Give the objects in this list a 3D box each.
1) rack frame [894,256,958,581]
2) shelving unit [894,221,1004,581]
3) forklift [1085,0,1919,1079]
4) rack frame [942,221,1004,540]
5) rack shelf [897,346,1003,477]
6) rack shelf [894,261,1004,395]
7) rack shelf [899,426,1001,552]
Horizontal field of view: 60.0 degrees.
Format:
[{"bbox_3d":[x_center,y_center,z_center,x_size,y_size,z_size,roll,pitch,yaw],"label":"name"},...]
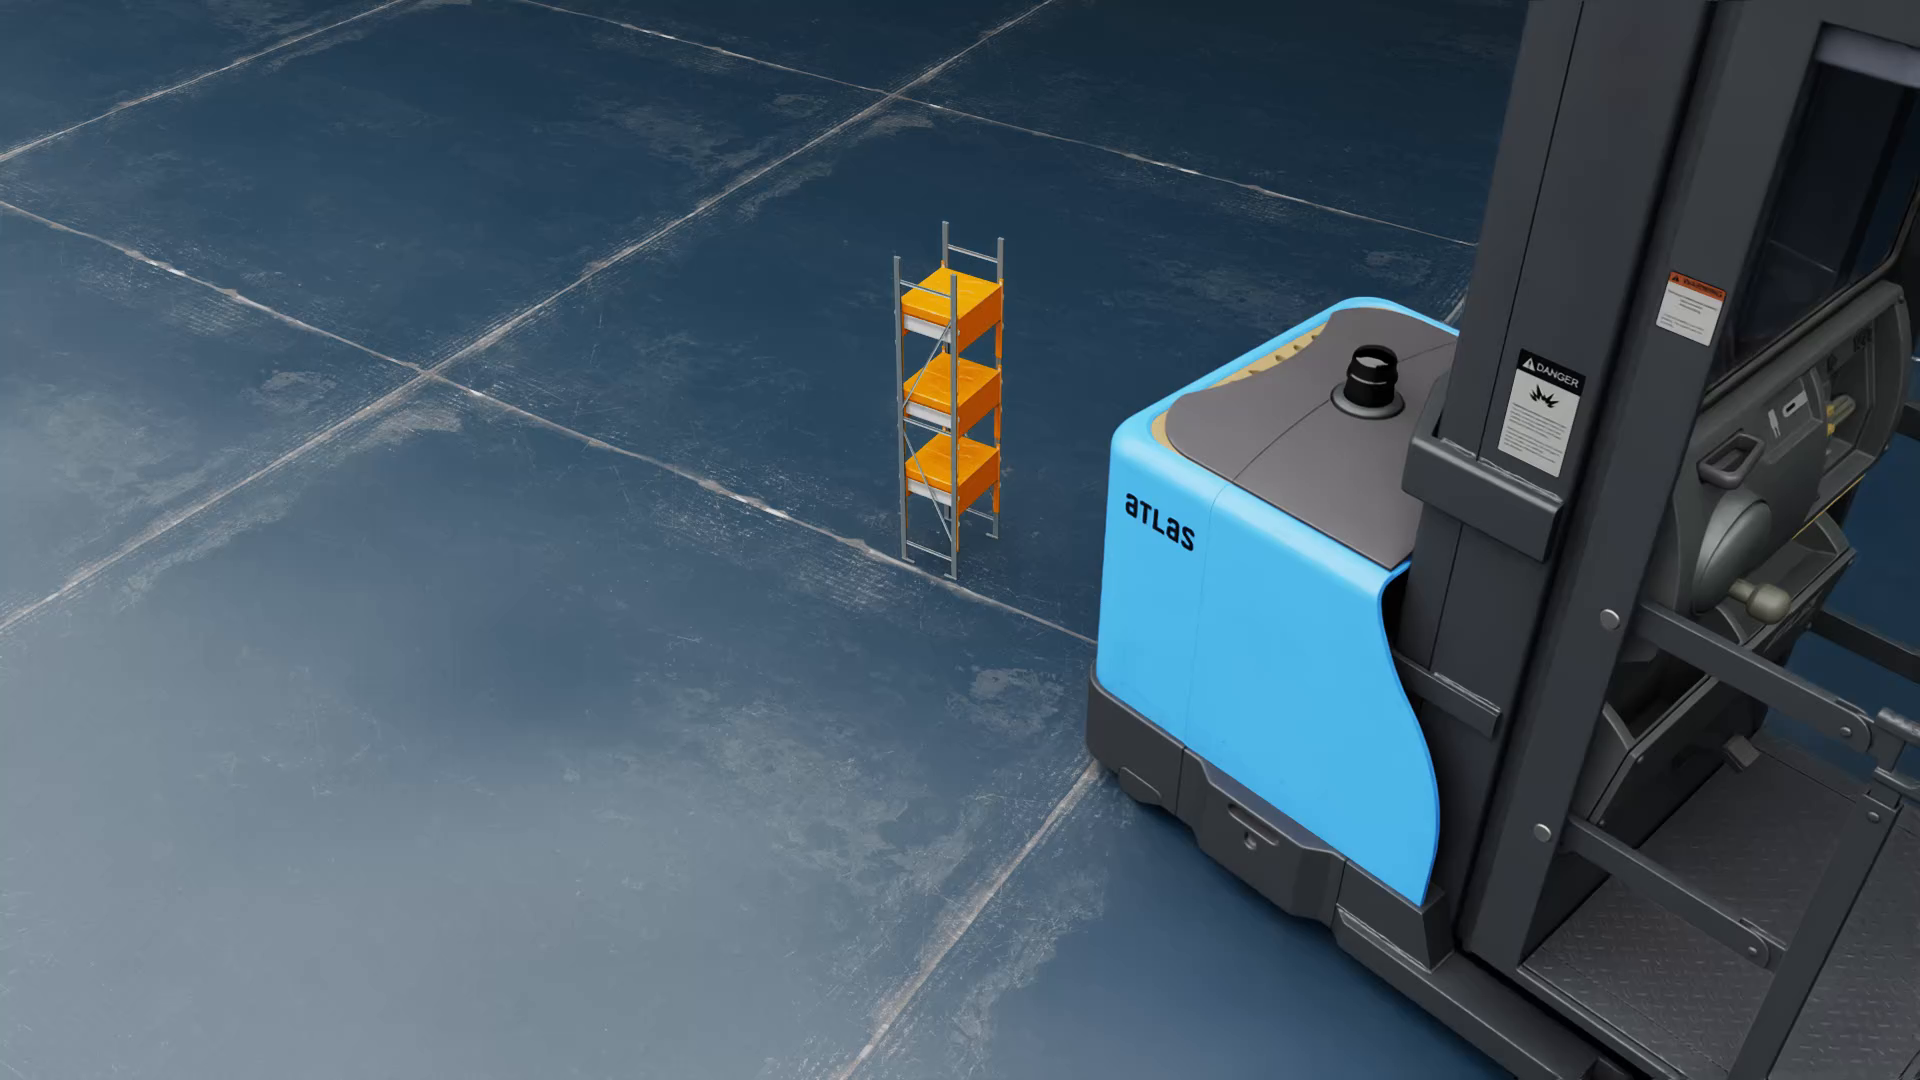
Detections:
[{"bbox_3d":[-0.094,-0.325,4.812,0.200,1.050,0.008,21,42,25],"label":"rack frame"},{"bbox_3d":[-0.029,-0.388,4.894,0.215,1.050,0.252,21,42,25],"label":"shelving unit"},{"bbox_3d":[1.702,-0.108,2.990,1.130,2.935,3.031,-29,46,-32],"label":"forklift"},{"bbox_3d":[0.037,-0.451,4.975,0.200,1.050,0.008,21,42,25],"label":"rack frame"},{"bbox_3d":[-0.029,-0.380,4.900,0.215,0.259,0.240,21,42,25],"label":"rack shelf"},{"bbox_3d":[-0.029,-0.605,4.727,0.215,0.259,0.240,21,42,25],"label":"rack shelf"},{"bbox_3d":[-0.029,-0.160,5.070,0.215,0.259,0.240,21,42,25],"label":"rack shelf"}]
